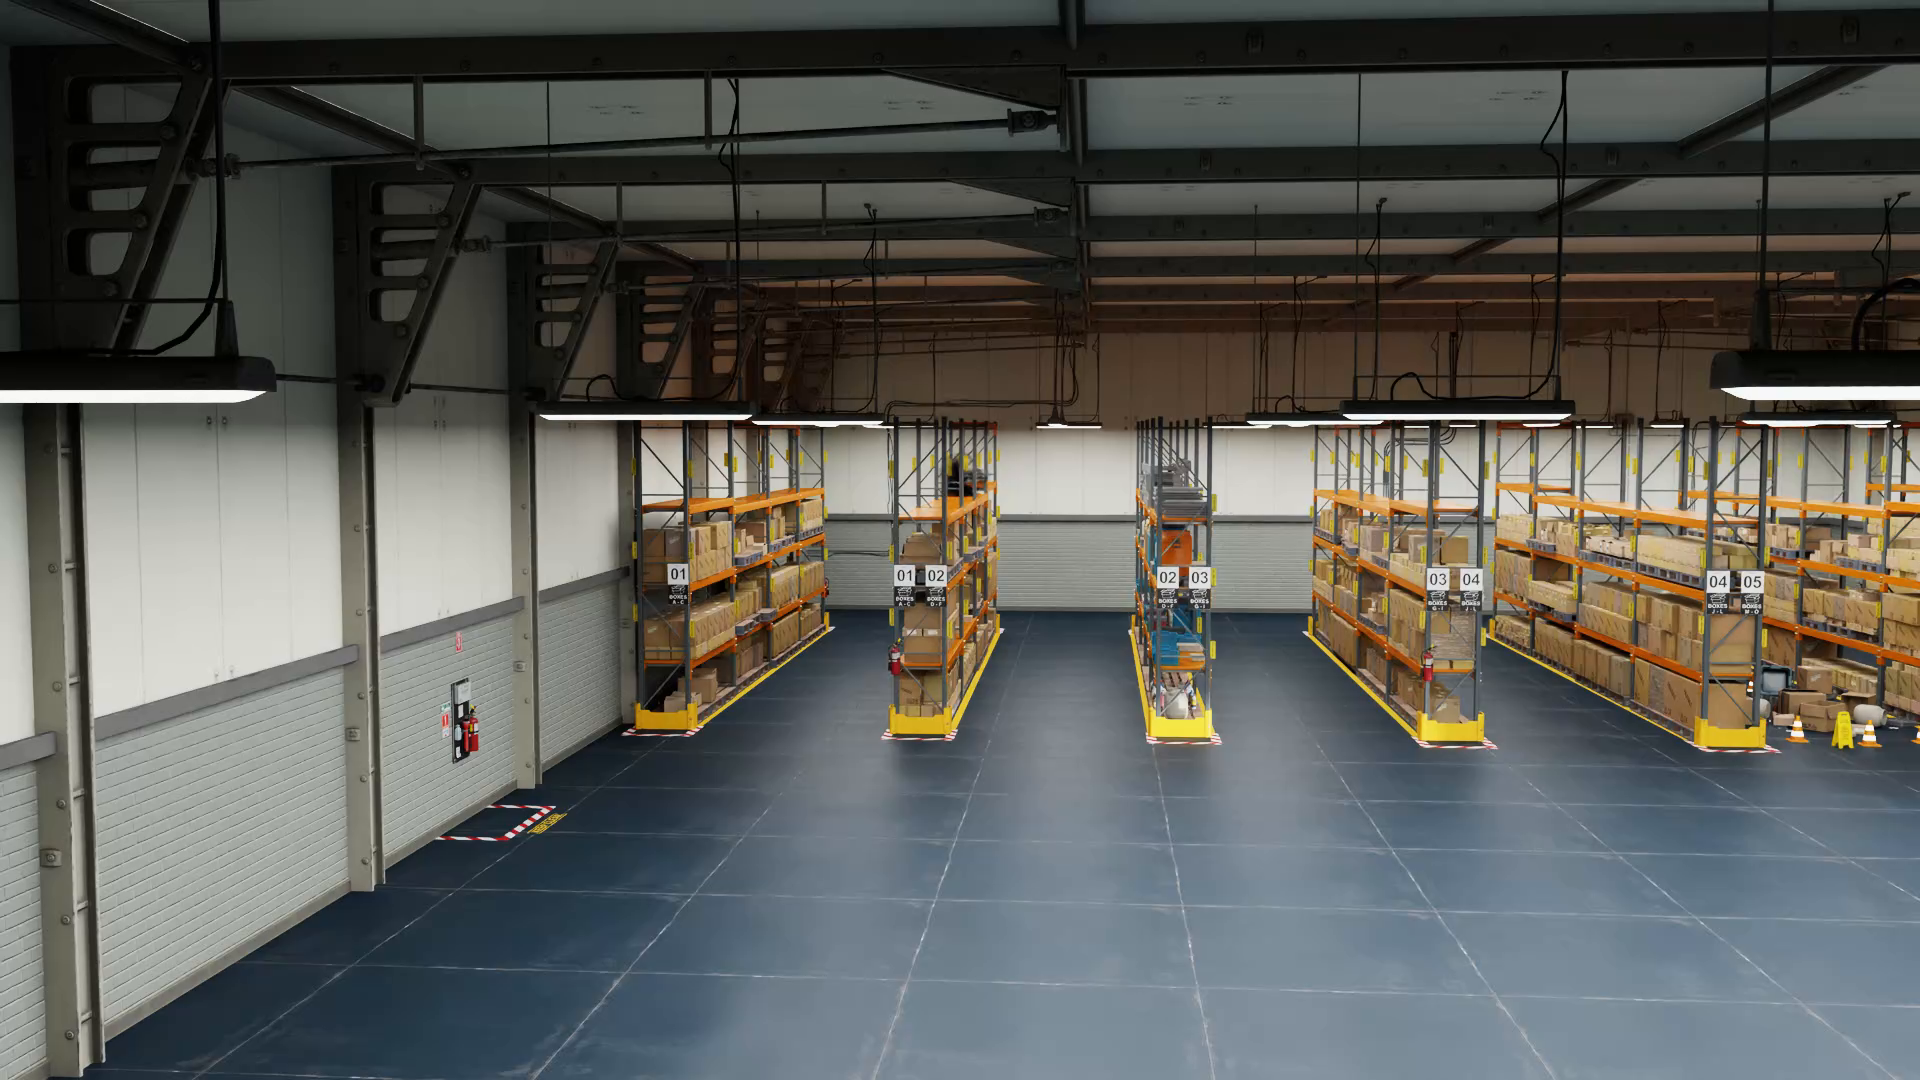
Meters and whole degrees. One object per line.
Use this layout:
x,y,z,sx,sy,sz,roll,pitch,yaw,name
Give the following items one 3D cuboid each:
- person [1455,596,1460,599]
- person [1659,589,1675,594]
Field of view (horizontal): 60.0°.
14.091,1.840,47.164,0.777,1.640,0.758,-3,5,-36,person
20.198,1.770,47.247,0.905,1.802,0.713,2,4,24,person
